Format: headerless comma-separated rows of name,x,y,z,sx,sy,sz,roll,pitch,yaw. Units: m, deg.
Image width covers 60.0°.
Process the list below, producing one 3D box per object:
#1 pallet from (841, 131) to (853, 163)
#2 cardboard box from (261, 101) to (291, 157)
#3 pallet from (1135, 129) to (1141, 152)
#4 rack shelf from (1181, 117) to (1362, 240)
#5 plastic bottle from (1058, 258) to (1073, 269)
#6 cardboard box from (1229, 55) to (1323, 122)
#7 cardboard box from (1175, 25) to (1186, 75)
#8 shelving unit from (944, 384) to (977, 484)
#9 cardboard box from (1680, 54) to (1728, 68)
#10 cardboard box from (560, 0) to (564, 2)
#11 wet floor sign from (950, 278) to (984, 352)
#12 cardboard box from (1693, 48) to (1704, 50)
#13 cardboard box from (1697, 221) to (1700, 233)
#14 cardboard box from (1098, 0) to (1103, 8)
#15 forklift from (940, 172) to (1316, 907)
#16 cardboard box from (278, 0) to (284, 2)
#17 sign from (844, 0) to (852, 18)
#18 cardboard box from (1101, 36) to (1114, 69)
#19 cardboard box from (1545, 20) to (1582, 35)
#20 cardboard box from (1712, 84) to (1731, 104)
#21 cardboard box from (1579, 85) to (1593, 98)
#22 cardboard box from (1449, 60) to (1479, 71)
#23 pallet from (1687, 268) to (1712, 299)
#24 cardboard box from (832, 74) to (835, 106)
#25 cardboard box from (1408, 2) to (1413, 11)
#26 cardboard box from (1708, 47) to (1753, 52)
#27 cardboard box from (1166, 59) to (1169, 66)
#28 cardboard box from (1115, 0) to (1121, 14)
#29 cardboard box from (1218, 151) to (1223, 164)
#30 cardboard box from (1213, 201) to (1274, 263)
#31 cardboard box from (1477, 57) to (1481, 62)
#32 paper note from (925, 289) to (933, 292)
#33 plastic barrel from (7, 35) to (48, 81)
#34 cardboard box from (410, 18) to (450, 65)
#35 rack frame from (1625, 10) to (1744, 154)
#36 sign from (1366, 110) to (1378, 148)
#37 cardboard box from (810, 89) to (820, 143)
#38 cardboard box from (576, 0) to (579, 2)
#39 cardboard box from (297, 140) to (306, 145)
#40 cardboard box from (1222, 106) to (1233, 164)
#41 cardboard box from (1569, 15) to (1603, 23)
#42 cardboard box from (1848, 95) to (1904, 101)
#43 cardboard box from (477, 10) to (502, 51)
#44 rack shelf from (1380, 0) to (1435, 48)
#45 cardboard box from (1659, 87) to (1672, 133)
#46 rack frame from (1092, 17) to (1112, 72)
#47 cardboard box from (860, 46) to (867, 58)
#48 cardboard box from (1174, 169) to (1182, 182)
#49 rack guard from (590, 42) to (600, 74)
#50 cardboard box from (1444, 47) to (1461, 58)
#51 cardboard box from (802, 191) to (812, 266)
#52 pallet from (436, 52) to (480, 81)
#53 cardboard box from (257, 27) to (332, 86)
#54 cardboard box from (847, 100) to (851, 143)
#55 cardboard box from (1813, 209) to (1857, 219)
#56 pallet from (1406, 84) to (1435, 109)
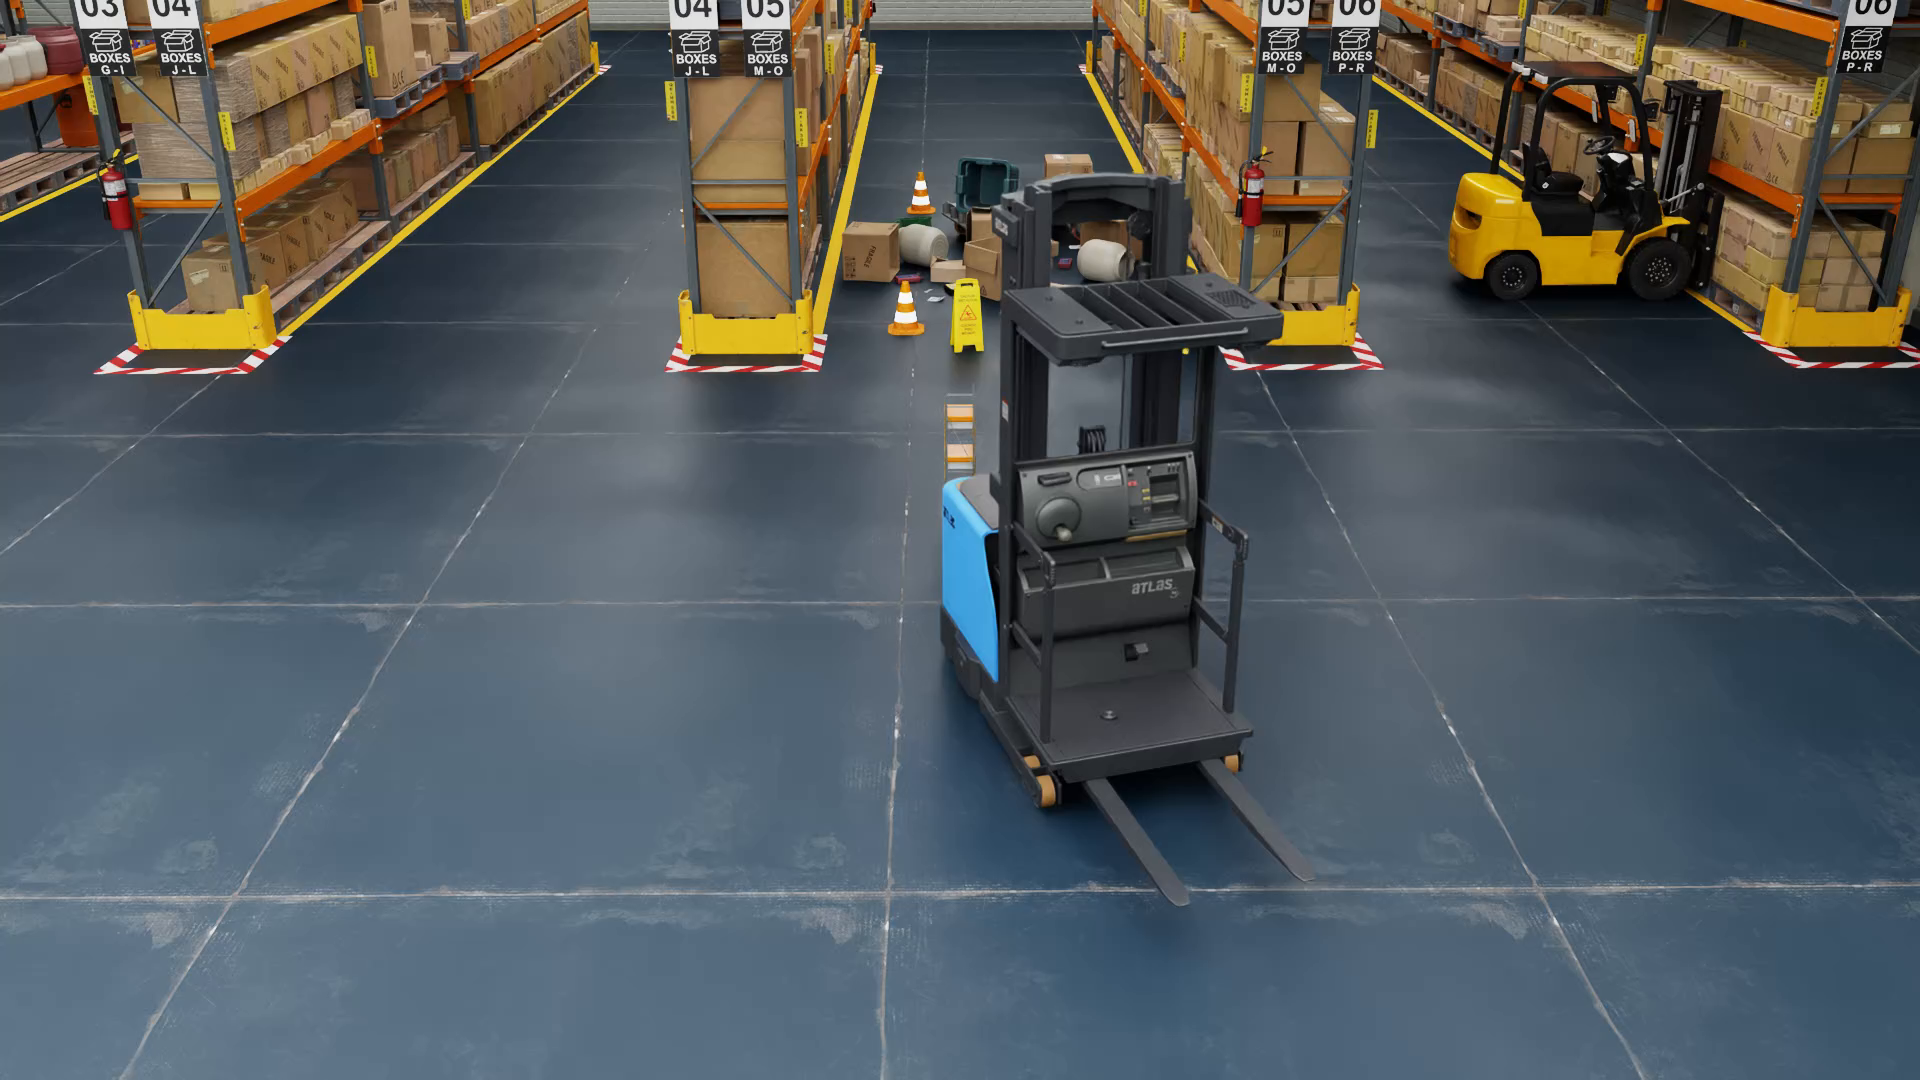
pallet,-2.013,-5.463,23.073,1.003,0.211,1.213,0,24,-1
cardboard box,-6.946,-3.954,15.871,0.875,0.500,0.500,0,24,-1
pallet,3.009,-5.530,23.222,1.003,0.211,1.213,0,24,-1
rack shelf,3.008,-3.675,16.610,1.077,0.370,4.000,0,24,-1
plastic bottle,1.125,-2.948,17.695,0.133,0.061,0.283,4,25,9
cardboard box,2.806,-4.025,14.815,0.700,0.500,0.500,-1,24,-2
cardboard box,2.745,-5.593,18.985,0.500,0.500,0.500,0,24,0
shelving unit,-0.001,-0.500,11.082,0.215,1.050,0.252,0,24,-1
cardboard box,7.761,-4.983,17.358,0.380,0.149,0.250,-1,24,-2
cardboard box,-6.763,-8.963,27.249,0.500,0.250,0.500,0,24,0
wet floor sign,0.061,-2.040,14.976,0.267,0.644,0.232,-4,25,-10
cardboard box,8.210,-5.449,18.749,0.380,0.149,0.250,-1,24,-2
cardboard box,7.652,-3.194,16.892,0.500,0.250,0.500,0,24,-1
cardboard box,2.594,-9.201,27.832,0.500,0.500,0.500,0,24,-1
forklift,0.810,-0.182,8.096,1.130,2.935,3.031,-7,25,-16
cardboard box,-6.651,-5.264,15.790,0.500,0.250,0.500,0,24,1
sign,-1.451,-6.943,21.557,0.100,0.325,0.005,0,24,-1
cardboard box,2.962,-8.525,29.058,0.875,0.438,0.875,-1,24,-2
cardboard box,7.647,-6.492,21.056,0.380,0.149,0.250,0,24,1
cardboard box,7.687,-4.423,16.480,0.380,0.149,0.250,-1,24,-2
cardboard box,7.696,-5.401,19.734,0.500,0.250,0.500,0,24,0
cardboard box,7.680,-7.233,25.339,0.380,0.149,0.250,-1,24,-2
pallet,7.932,-2.749,17.072,1.003,0.211,1.213,0,24,-1
cardboard box,-1.706,-5.235,19.064,0.500,0.500,0.500,0,24,0
cardboard box,7.607,-8.799,27.371,0.380,0.149,0.250,0,24,-1
cardboard box,8.255,-5.198,17.833,0.380,0.149,0.250,0,24,0
cardboard box,2.749,-5.976,20.618,0.380,0.149,0.250,1,24,3
cardboard box,2.622,-8.101,25.097,0.500,0.250,0.500,-1,24,-2
cardboard box,2.728,-3.745,16.194,0.380,0.149,0.250,-1,24,-1
cardboard box,2.751,-3.003,16.168,0.500,0.500,0.500,1,24,1
cardboard box,8.154,-7.345,25.588,0.380,0.149,0.250,-1,24,-3
paper note,-0.319,-2.519,16.807,0.032,0.001,0.123,13,27,27
plastic barrel,-11.695,-6.037,20.822,0.421,0.512,0.421,0,24,0
cardboard box,-6.815,-6.216,20.723,0.700,0.500,0.500,3,25,7
rack frame,7.949,-4.851,18.336,1.000,3.000,0.127,0,24,-1
sign,3.572,-3.576,14.466,0.100,0.325,0.005,0,24,-1
cardboard box,-1.918,-4.453,17.275,0.875,0.550,0.550,0,24,-1
cardboard box,-6.715,-9.257,28.382,0.380,0.149,0.250,0,24,0
cardboard box,-6.699,-3.860,16.449,0.380,0.149,0.250,0,24,-1
cardboard box,2.747,-3.789,15.505,0.500,0.500,0.500,0,24,0
cardboard box,8.112,-6.707,21.532,0.380,0.149,0.250,1,24,1
cardboard box,8.263,-3.929,15.027,0.380,0.149,0.250,1,24,1
cardboard box,-6.717,-7.102,23.191,0.500,0.500,0.500,-1,24,-2
rack shelf,7.840,-8.644,27.595,1.077,0.370,4.000,0,24,-1
cardboard box,7.715,-4.498,17.434,0.500,0.500,0.500,0,24,0
rack frame,2.855,-9.772,29.217,1.000,3.000,0.127,0,24,-1
cardboard box,-1.761,-8.227,28.029,0.380,0.149,0.250,1,24,1
cardboard box,2.978,-4.038,19.216,0.950,0.372,0.625,0,24,0
rack guard,-7.055,-8.599,29.655,1.175,0.500,0.348,0,24,-1
cardboard box,7.661,-7.483,25.530,0.380,0.149,0.250,-1,24,-1
cardboard box,-2.012,-3.356,17.099,0.875,0.875,0.875,0,24,0
pallet,-6.853,-6.051,21.221,1.213,0.211,1.003,0,24,-1
cardboard box,-6.632,-4.823,16.579,0.500,0.500,0.500,0,24,-1
cardboard box,-1.759,-5.757,22.862,0.500,0.500,0.500,-1,24,-3
cardboard box,8.168,-3.002,15.861,0.500,0.250,0.500,0,24,0
pallet,7.856,-7.160,26.825,1.003,0.211,1.213,0,24,-1
